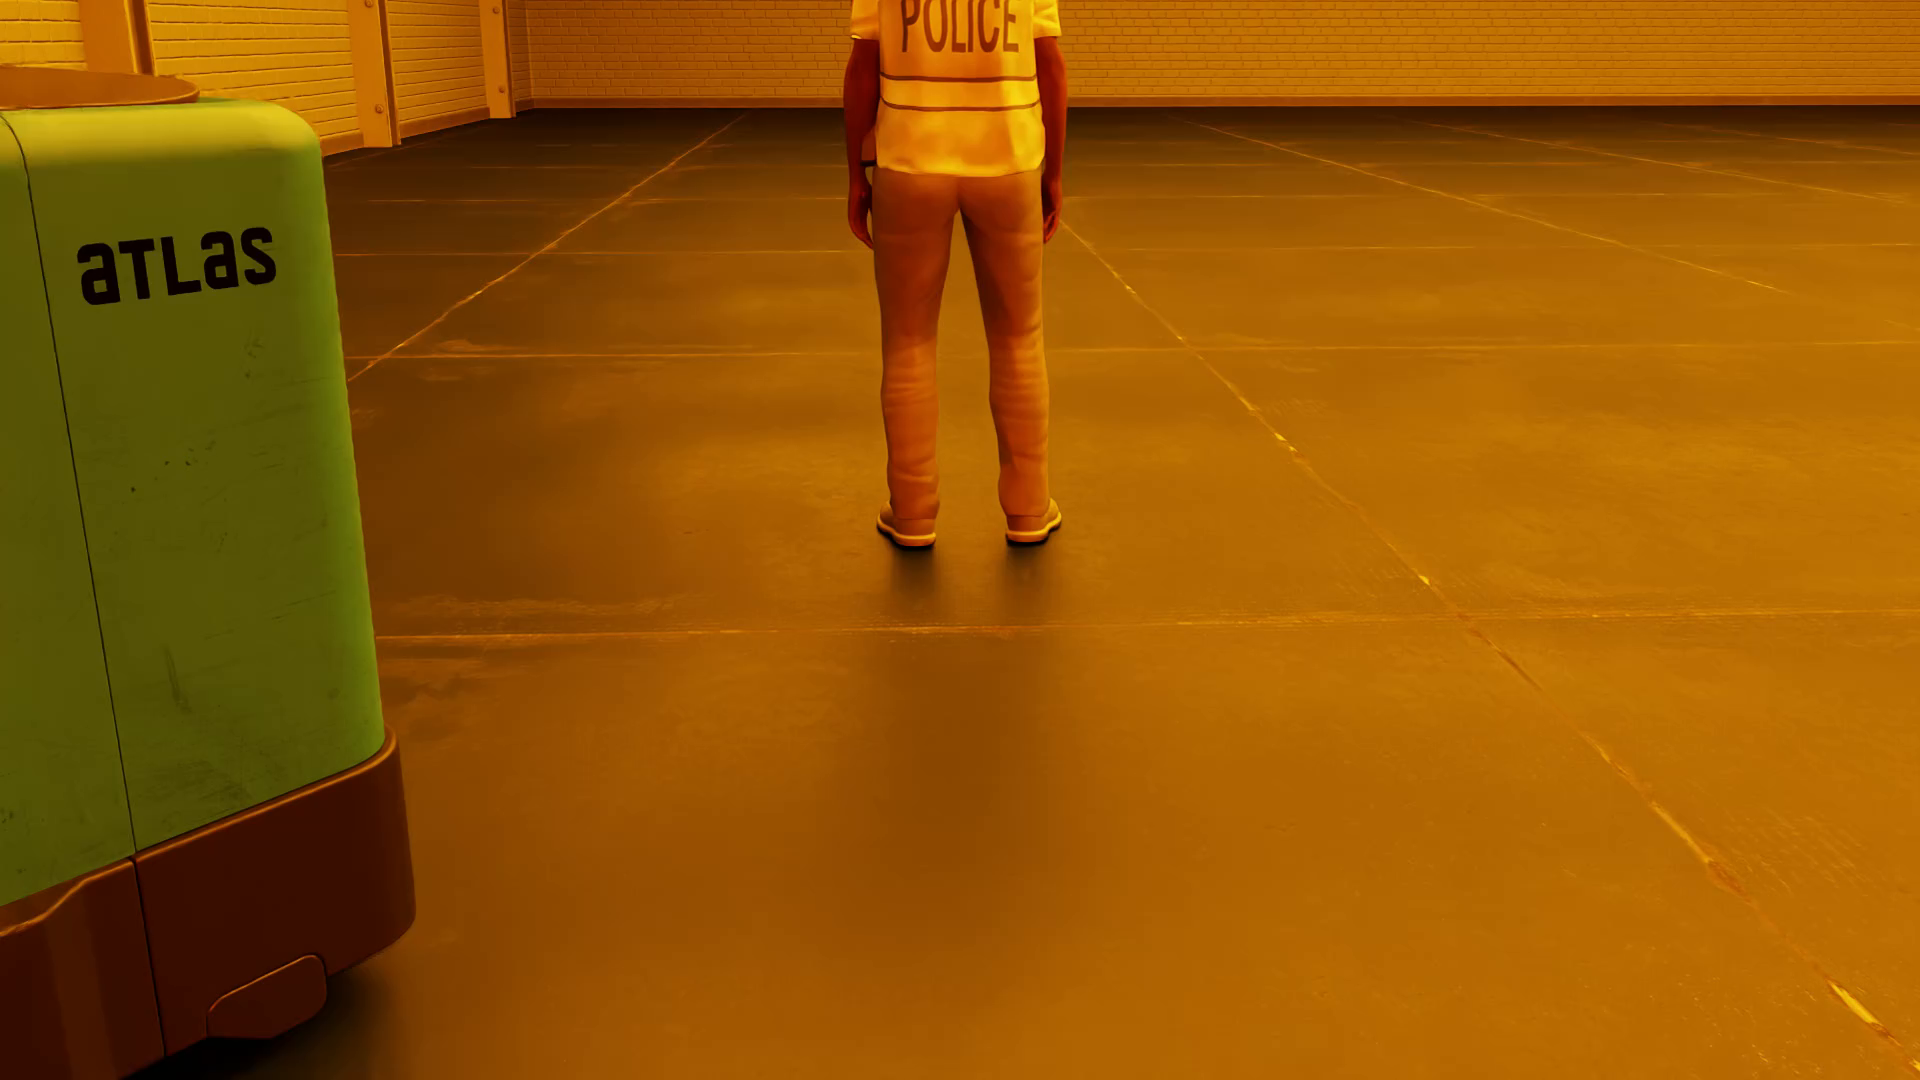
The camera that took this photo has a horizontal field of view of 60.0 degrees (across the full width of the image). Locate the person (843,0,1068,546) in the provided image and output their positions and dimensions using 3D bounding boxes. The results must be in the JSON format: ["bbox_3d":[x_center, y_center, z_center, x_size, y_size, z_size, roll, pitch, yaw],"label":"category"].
[{"bbox_3d":[-0.001,-0.802,3.711,0.513,1.657,0.393,-1,17,-5],"label":"person"}]

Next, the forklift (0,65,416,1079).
[{"bbox_3d":[-1.959,-0.587,0.826,1.130,2.935,3.031,12,21,34],"label":"forklift"}]
